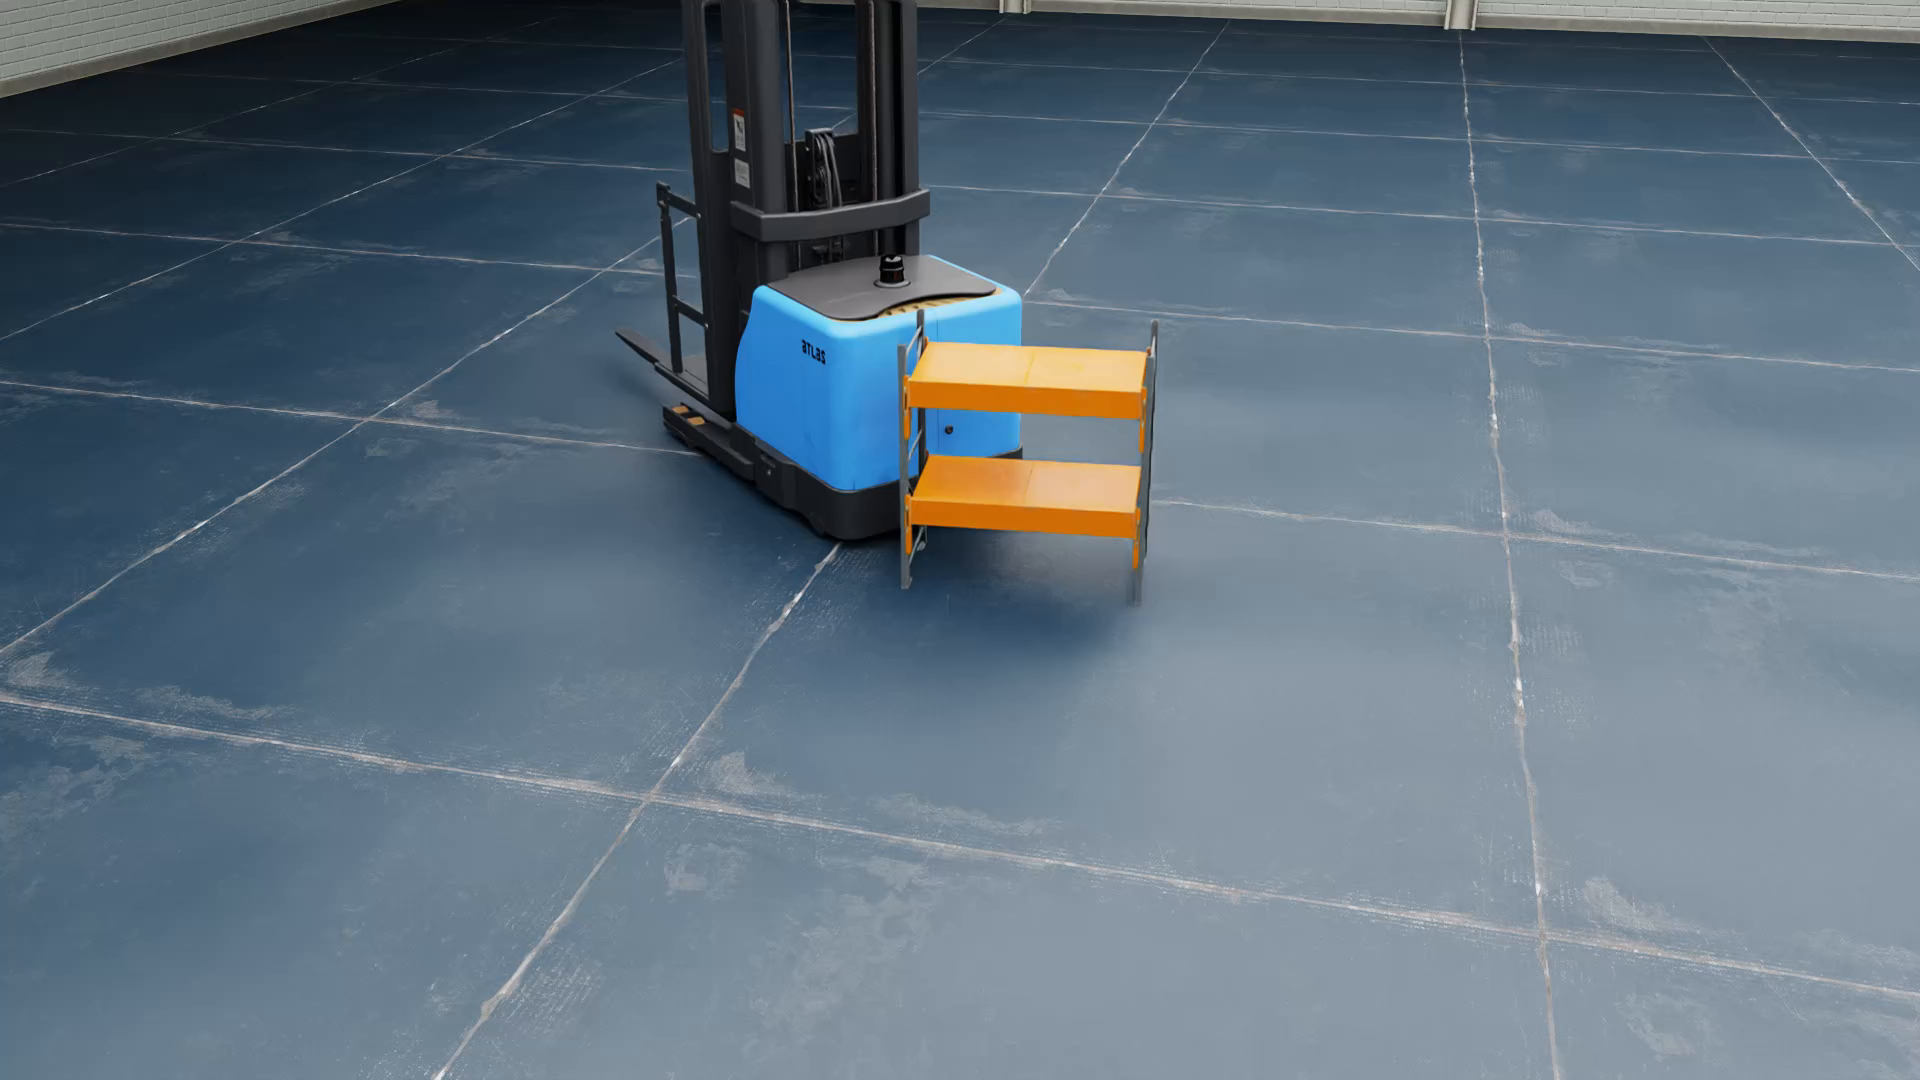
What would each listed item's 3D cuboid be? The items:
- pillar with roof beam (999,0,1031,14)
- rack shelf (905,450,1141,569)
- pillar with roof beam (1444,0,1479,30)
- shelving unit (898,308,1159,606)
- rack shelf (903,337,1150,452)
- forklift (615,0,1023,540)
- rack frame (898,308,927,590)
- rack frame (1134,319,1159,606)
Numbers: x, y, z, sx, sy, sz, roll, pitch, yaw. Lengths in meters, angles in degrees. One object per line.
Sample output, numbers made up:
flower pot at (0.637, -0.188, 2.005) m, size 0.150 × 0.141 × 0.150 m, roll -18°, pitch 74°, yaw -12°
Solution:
pillar with roof beam at (-0.296, -9.668, 17.589) m, size 0.400 × 9.000 × 9.100 m, roll 6°, pitch 26°, yaw 13°
rack shelf at (0.298, -0.143, 7.311) m, size 1.000 × 0.278 × 0.538 m, roll 4°, pitch 26°, yaw 8°
pillar with roof beam at (5.515, -9.026, 16.240) m, size 0.400 × 9.000 × 9.100 m, roll 6°, pitch 26°, yaw 13°
shelving unit at (0.298, -0.364, 7.206) m, size 1.048 × 1.125 × 0.538 m, roll 4°, pitch 26°, yaw 8°
rack shelf at (0.298, -0.628, 7.080) m, size 1.000 × 0.278 × 0.538 m, roll 4°, pitch 26°, yaw 8°
forklift at (-0.931, -1.907, 8.347) m, size 1.130 × 2.935 × 3.031 m, roll -16°, pitch 30°, yaw -30°
rack frame at (-0.205, -0.396, 7.273) m, size 0.032 × 1.125 × 0.500 m, roll 4°, pitch 26°, yaw 8°
rack frame at (0.801, -0.332, 7.139) m, size 0.032 × 1.125 × 0.500 m, roll 4°, pitch 26°, yaw 8°
